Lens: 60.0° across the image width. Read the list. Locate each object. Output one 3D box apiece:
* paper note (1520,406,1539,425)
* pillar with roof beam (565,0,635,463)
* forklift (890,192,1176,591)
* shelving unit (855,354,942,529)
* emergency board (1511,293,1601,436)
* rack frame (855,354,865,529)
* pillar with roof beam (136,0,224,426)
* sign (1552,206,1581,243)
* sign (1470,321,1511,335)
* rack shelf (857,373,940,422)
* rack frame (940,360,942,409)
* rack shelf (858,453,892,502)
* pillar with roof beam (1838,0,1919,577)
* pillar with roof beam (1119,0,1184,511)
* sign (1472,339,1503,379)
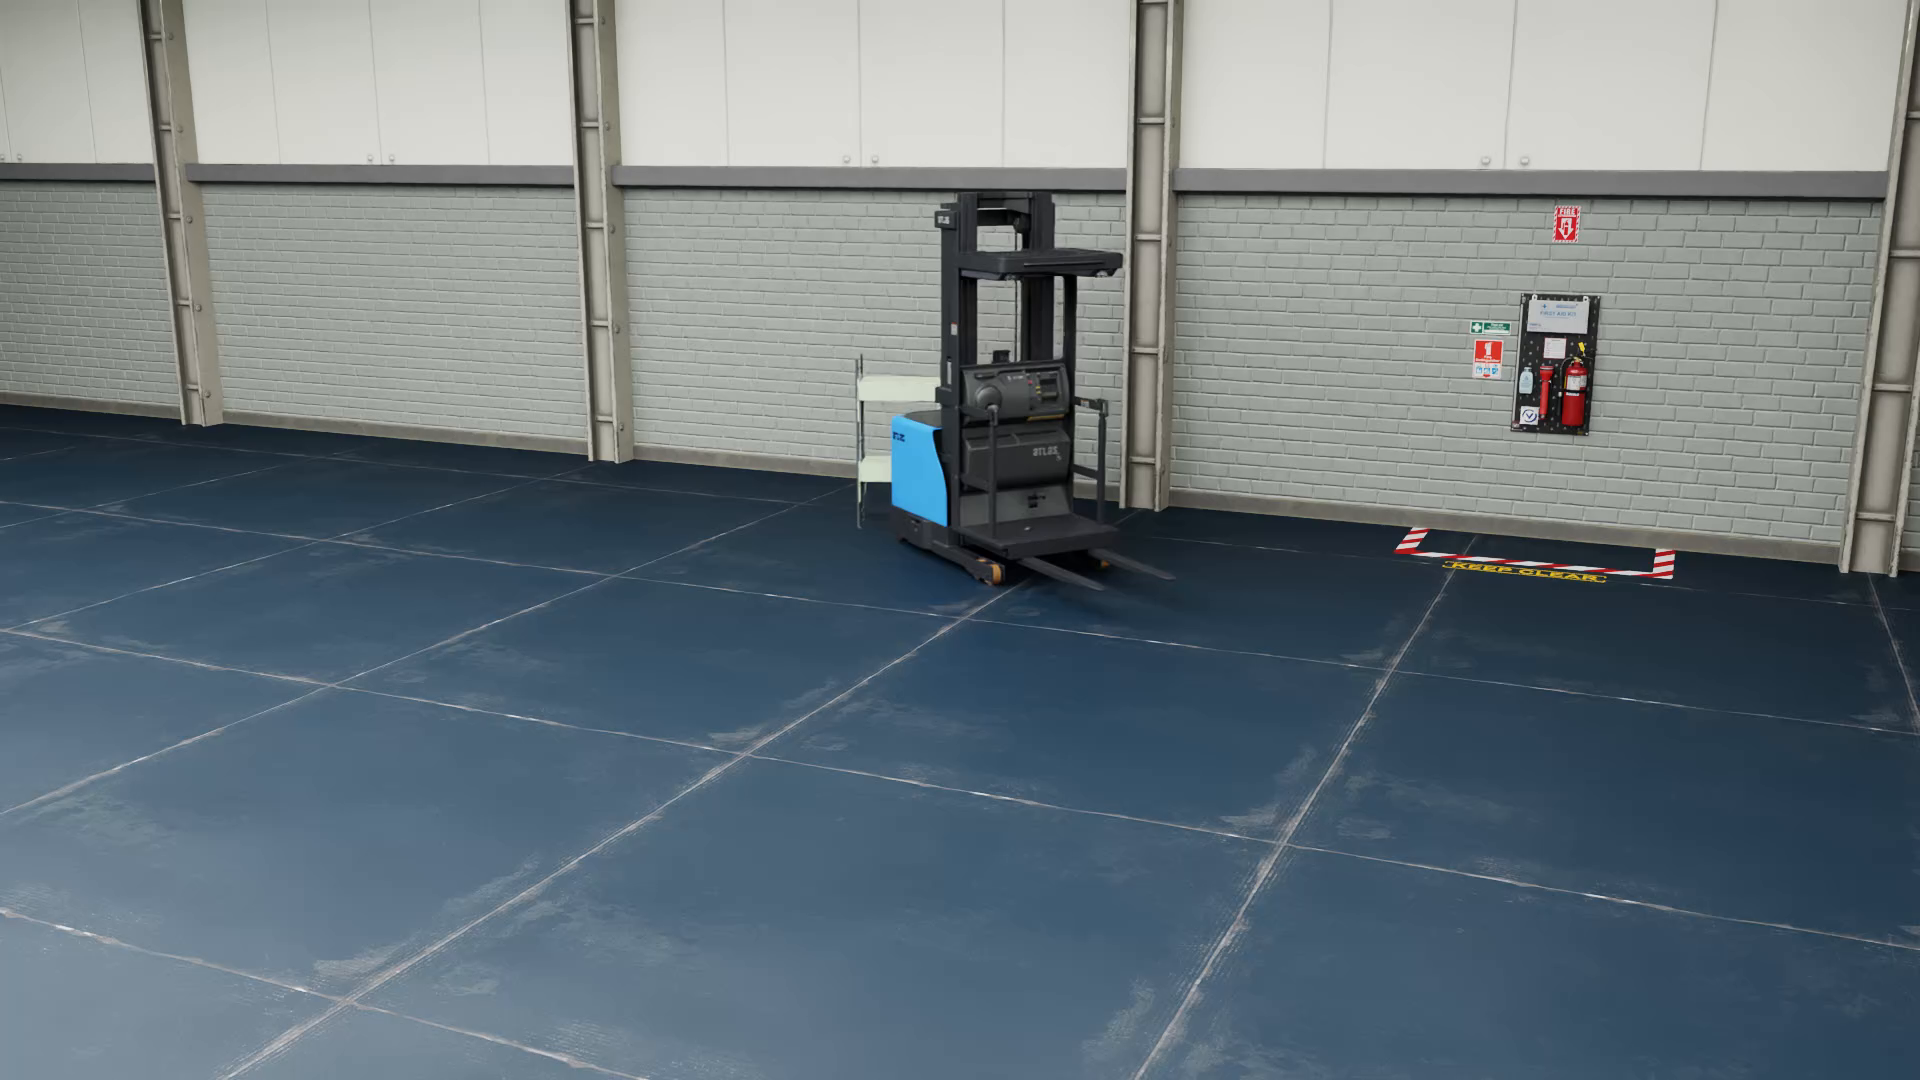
[{"bbox_3d":[4.835,-1.057,14.122,0.142,0.148,0.016,6,14,23],"label":"paper note"},{"bbox_3d":[-5.502,-4.350,13.096,0.400,9.000,9.100,6,14,23],"label":"pillar with roof beam"},{"bbox_3d":[0.552,-1.197,12.941,1.130,2.935,3.031,-7,15,-28],"label":"forklift"},{"bbox_3d":[-0.516,-0.869,14.676,0.755,1.500,0.431,1,13,3],"label":"shelving unit"},{"bbox_3d":[4.969,-1.455,13.890,0.643,1.169,0.194,6,14,23],"label":"emergency board"},{"bbox_3d":[-0.882,-0.874,14.698,0.023,1.500,0.400,1,13,3],"label":"rack frame"},{"bbox_3d":[-10.988,-4.906,15.462,0.400,9.000,9.100,6,14,23],"label":"pillar with roof beam"},{"bbox_3d":[5.002,-2.605,13.717,0.199,0.298,0.001,6,14,23],"label":"sign"},{"bbox_3d":[4.506,-1.801,14.126,0.331,0.109,0.001,6,14,23],"label":"sign"},{"bbox_3d":[-0.516,-1.249,14.586,0.720,0.370,0.431,1,13,3],"label":"rack shelf"},{"bbox_3d":[-0.151,-0.864,14.654,0.023,1.500,0.400,1,13,3],"label":"rack frame"},{"bbox_3d":[-0.516,-0.552,14.750,0.720,0.370,0.431,1,13,3],"label":"rack shelf"},{"bbox_3d":[5.470,-3.240,8.364,0.400,9.000,9.100,6,14,23],"label":"pillar with roof beam"},{"bbox_3d":[-0.016,-3.795,10.730,0.400,9.000,9.100,6,14,23],"label":"pillar with roof beam"},{"bbox_3d":[4.506,-1.545,14.196,0.234,0.329,0.001,6,14,23],"label":"sign"}]
